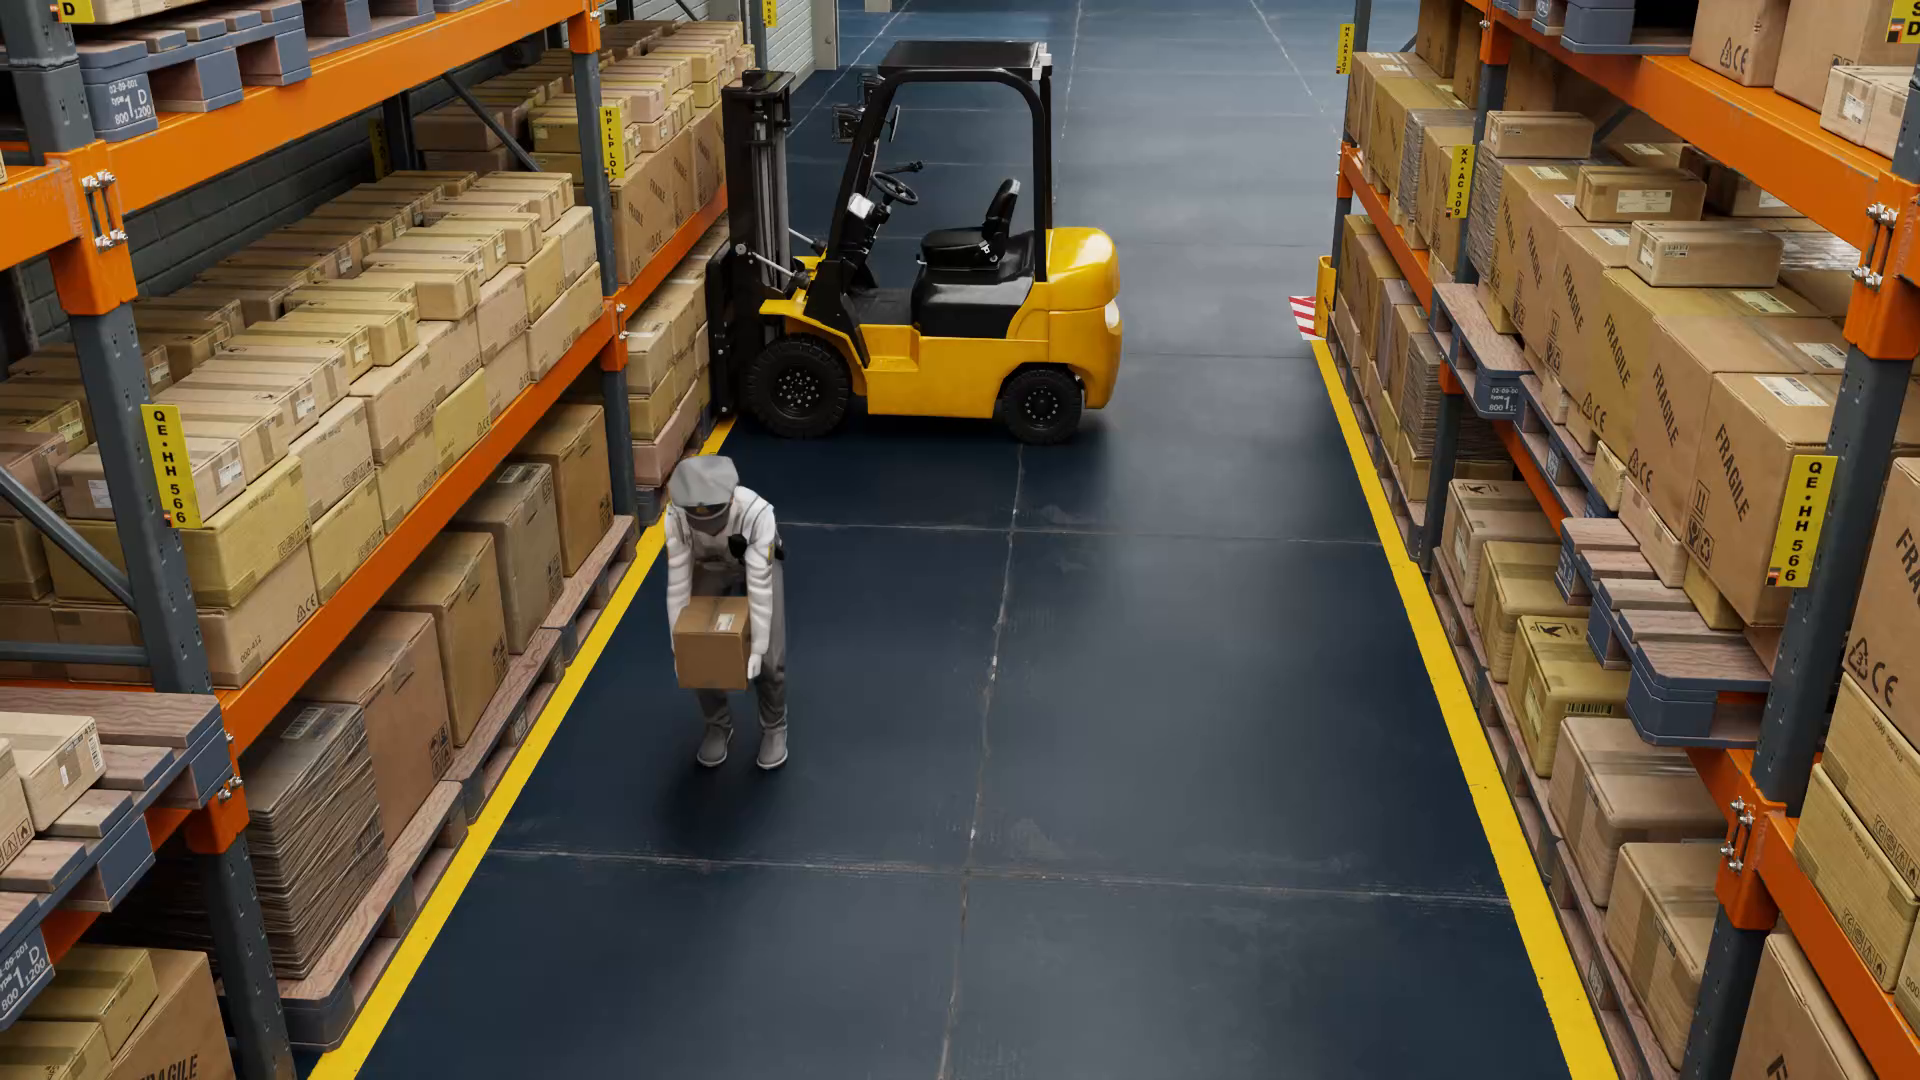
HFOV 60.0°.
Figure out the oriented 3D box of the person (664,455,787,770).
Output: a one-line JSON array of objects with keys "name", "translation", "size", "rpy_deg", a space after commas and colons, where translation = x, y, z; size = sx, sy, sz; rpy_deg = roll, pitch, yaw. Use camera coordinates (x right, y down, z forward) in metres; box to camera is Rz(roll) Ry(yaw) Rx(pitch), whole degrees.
[{"name": "person", "translation": [-0.876, 0.281, 6.277], "size": [0.414, 1.433, 0.796], "rpy_deg": [1, 25, 3]}]
